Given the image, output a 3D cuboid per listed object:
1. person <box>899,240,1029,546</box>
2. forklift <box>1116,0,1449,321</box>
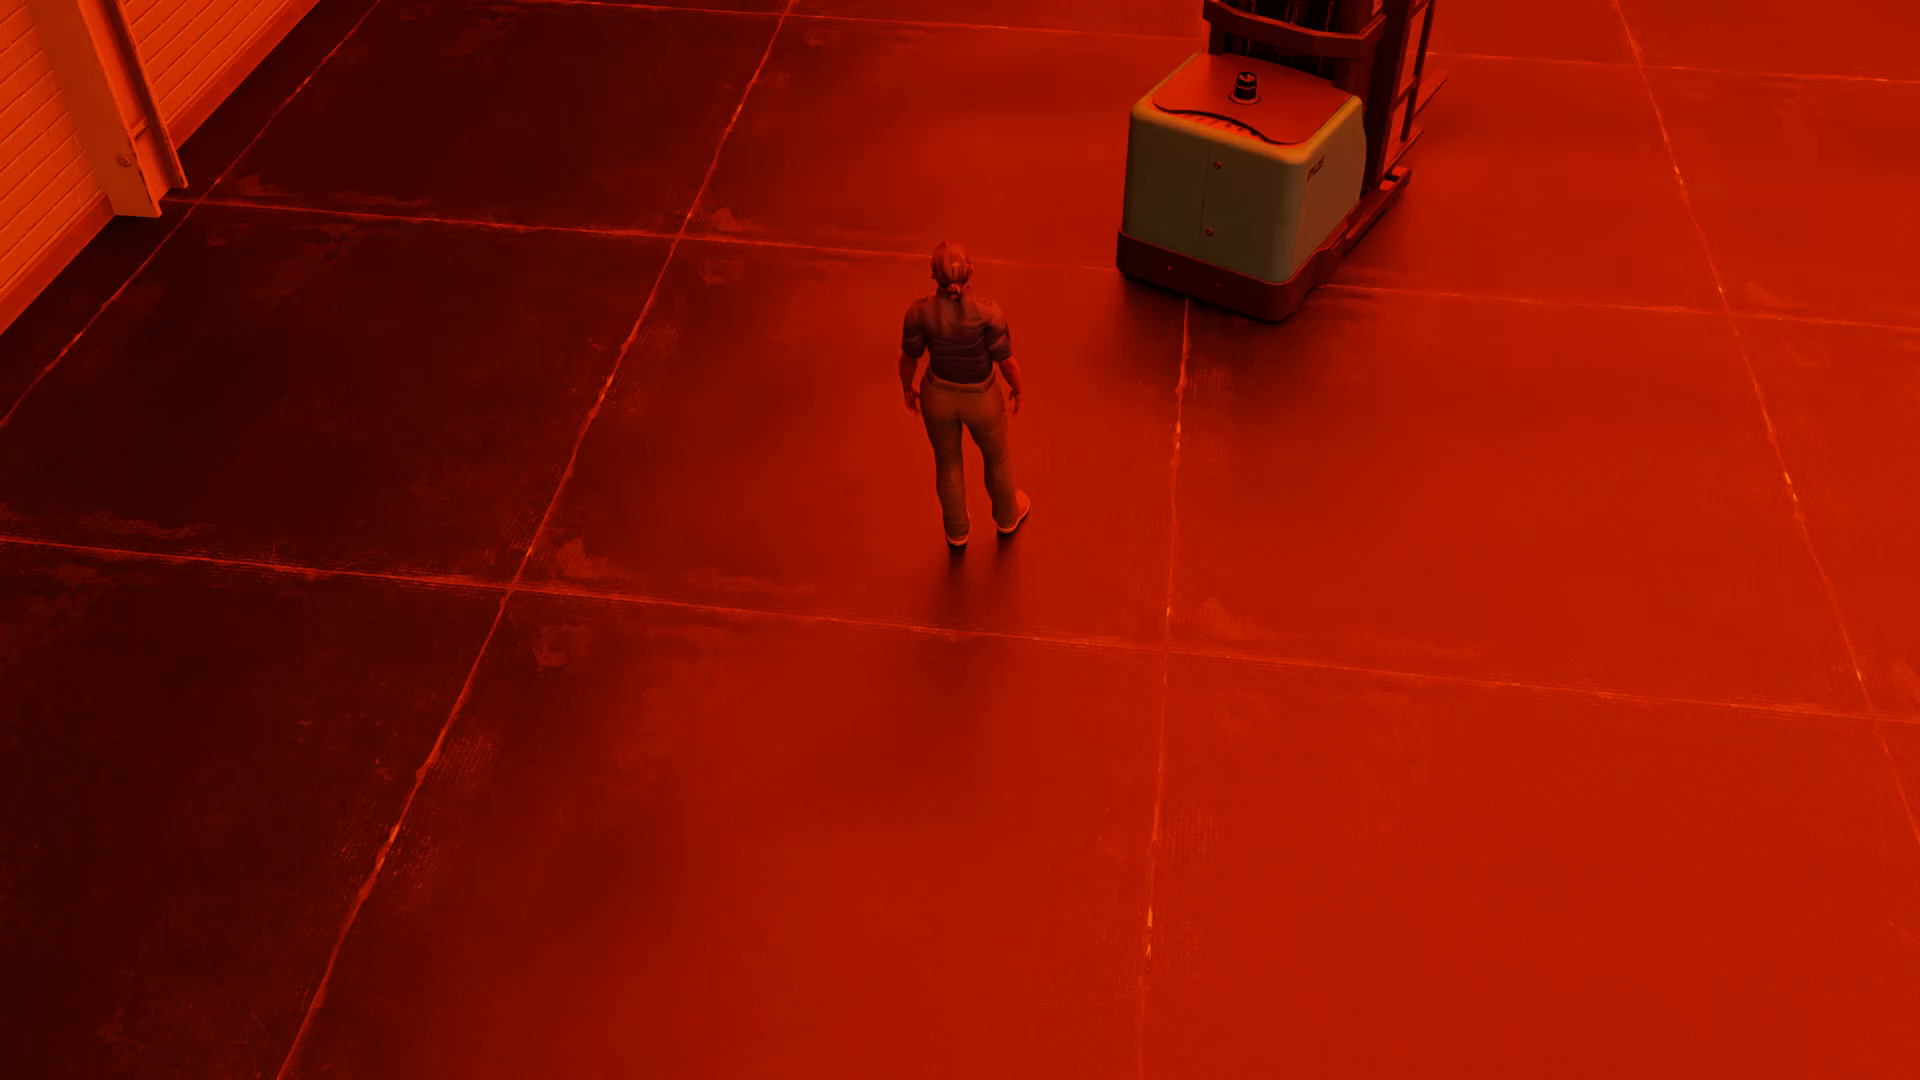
[{"bbox_3d":[0.031,-0.672,7.389,0.570,1.656,0.503,5,43,6],"label":"person"},{"bbox_3d":[2.108,-3.247,9.259,1.130,2.935,3.031,23,47,23],"label":"forklift"}]
